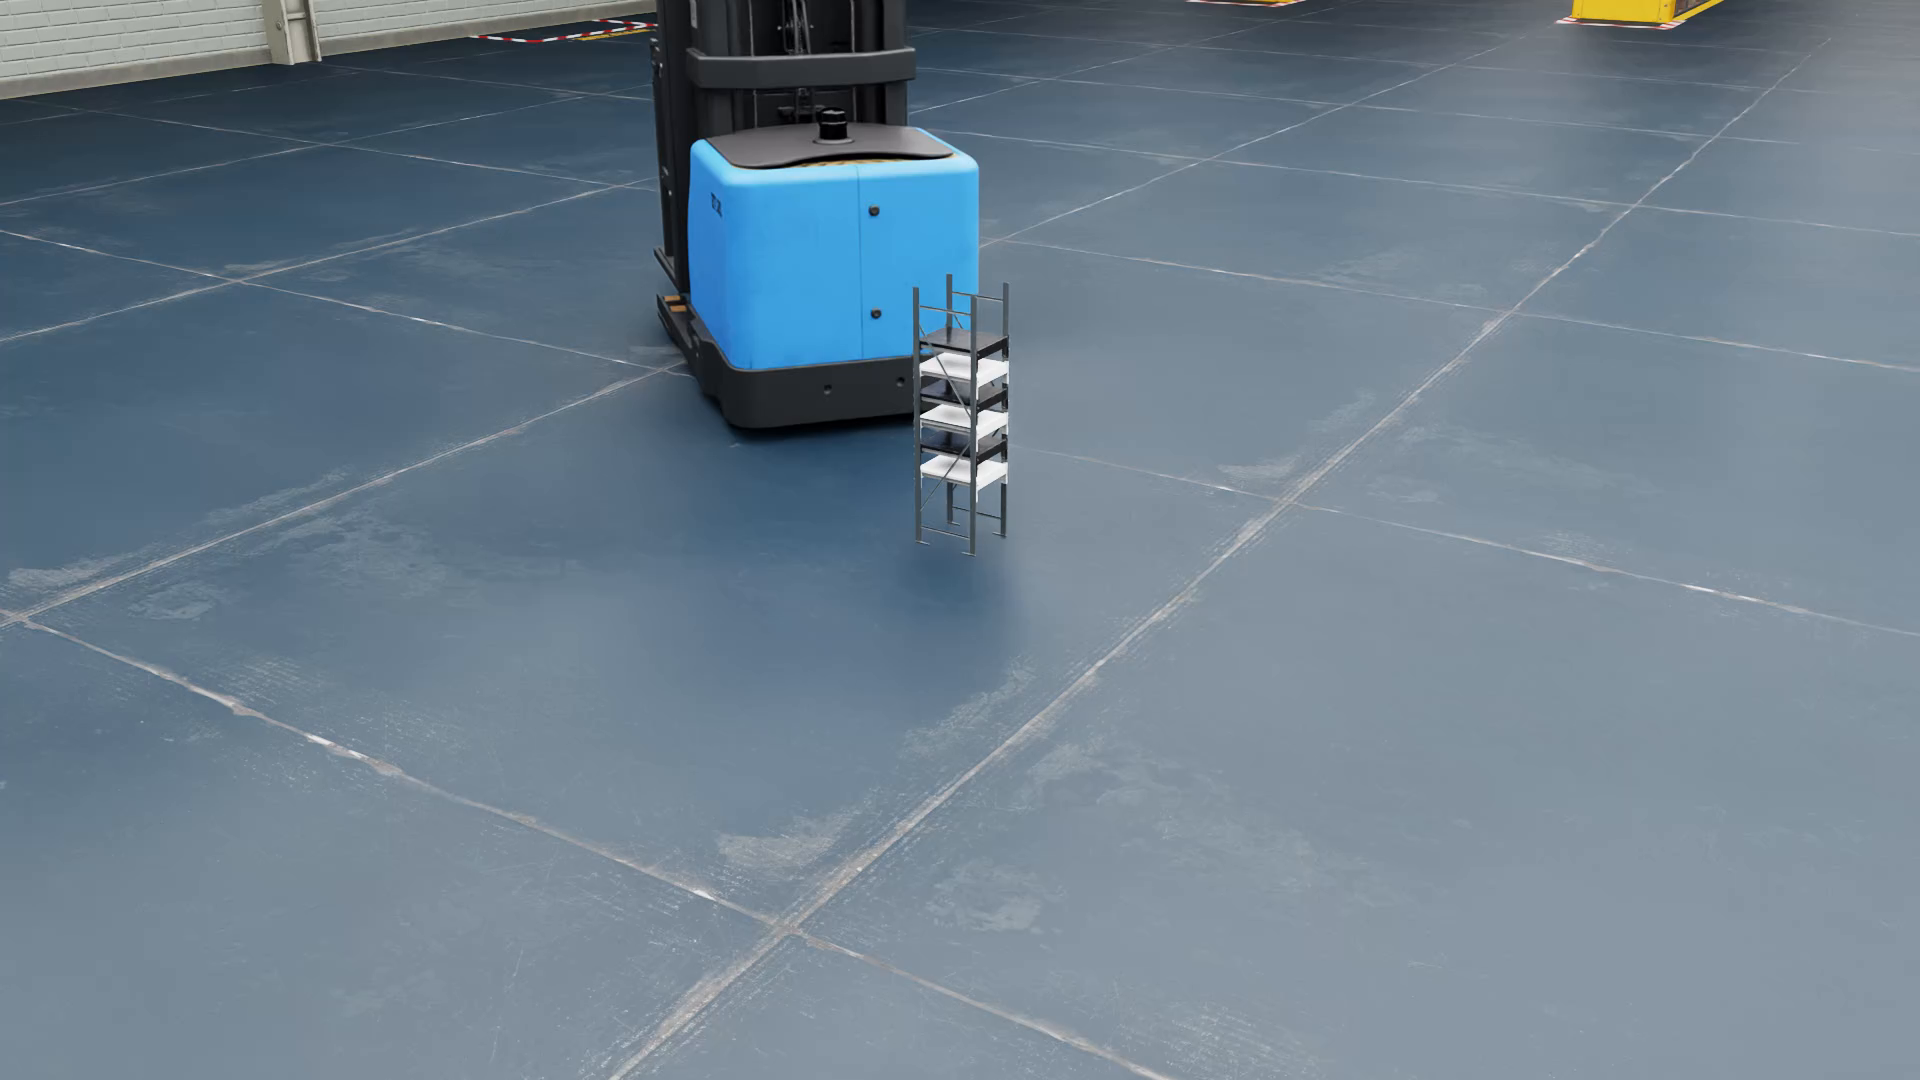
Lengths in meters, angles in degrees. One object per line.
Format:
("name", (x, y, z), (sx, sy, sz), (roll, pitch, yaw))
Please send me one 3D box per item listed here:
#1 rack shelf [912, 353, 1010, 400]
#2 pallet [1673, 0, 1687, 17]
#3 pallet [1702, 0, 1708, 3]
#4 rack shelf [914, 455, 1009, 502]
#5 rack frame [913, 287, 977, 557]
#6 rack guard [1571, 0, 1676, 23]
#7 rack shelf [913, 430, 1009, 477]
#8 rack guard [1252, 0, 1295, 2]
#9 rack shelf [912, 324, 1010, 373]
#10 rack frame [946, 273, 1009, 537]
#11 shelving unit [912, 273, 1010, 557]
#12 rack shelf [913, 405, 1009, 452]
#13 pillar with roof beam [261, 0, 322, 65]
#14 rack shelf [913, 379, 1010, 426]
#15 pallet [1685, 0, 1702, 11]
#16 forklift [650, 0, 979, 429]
("rack shelf", (0.004, -0.550, 5.519), (0.258, 0.077, 0.200), (14, 27, 29))
("pallet", (8.710, -6.889, 21.398), (1.003, 0.211, 1.213), (14, 27, 29))
("pallet", (9.997, -7.713, 23.300), (1.003, 0.211, 1.213), (14, 27, 29))
("rack shelf", (0.004, -0.220, 5.662), (0.258, 0.077, 0.200), (14, 27, 29))
("rack frame", (-0.049, -0.381, 5.498), (0.240, 0.900, 0.006), (14, 27, 29))
("rack guard", (8.277, -6.749, 20.710), (1.175, 0.500, 0.348), (14, 27, 29))
("rack shelf", (0.004, -0.303, 5.627), (0.258, 0.077, 0.200), (14, 27, 29))
("rack guard", (4.058, -7.744, 23.010), (1.175, 0.500, 0.348), (14, 27, 29))
("rack shelf", (0.004, -0.633, 5.484), (0.258, 0.077, 0.200), (14, 27, 29))
("rack frame", (0.058, -0.450, 5.657), (0.240, 0.900, 0.006), (14, 27, 29))
("shelving unit", (0.004, -0.416, 5.578), (0.258, 0.900, 0.210), (14, 27, 29))
("rack shelf", (0.004, -0.385, 5.591), (0.258, 0.077, 0.200), (14, 27, 29))
("pillar with roof beam", (-3.178, -8.155, 13.260), (9.100, 9.000, 0.400), (14, 27, 29))
("rack shelf", (0.004, -0.468, 5.555), (0.258, 0.077, 0.200), (14, 27, 29))
("pallet", (9.354, -7.299, 22.345), (1.003, 0.211, 1.213), (14, 27, 29))
("forklift", (-0.847, -2.345, 7.477), (1.130, 2.935, 3.031), (-7, 24, -16))
